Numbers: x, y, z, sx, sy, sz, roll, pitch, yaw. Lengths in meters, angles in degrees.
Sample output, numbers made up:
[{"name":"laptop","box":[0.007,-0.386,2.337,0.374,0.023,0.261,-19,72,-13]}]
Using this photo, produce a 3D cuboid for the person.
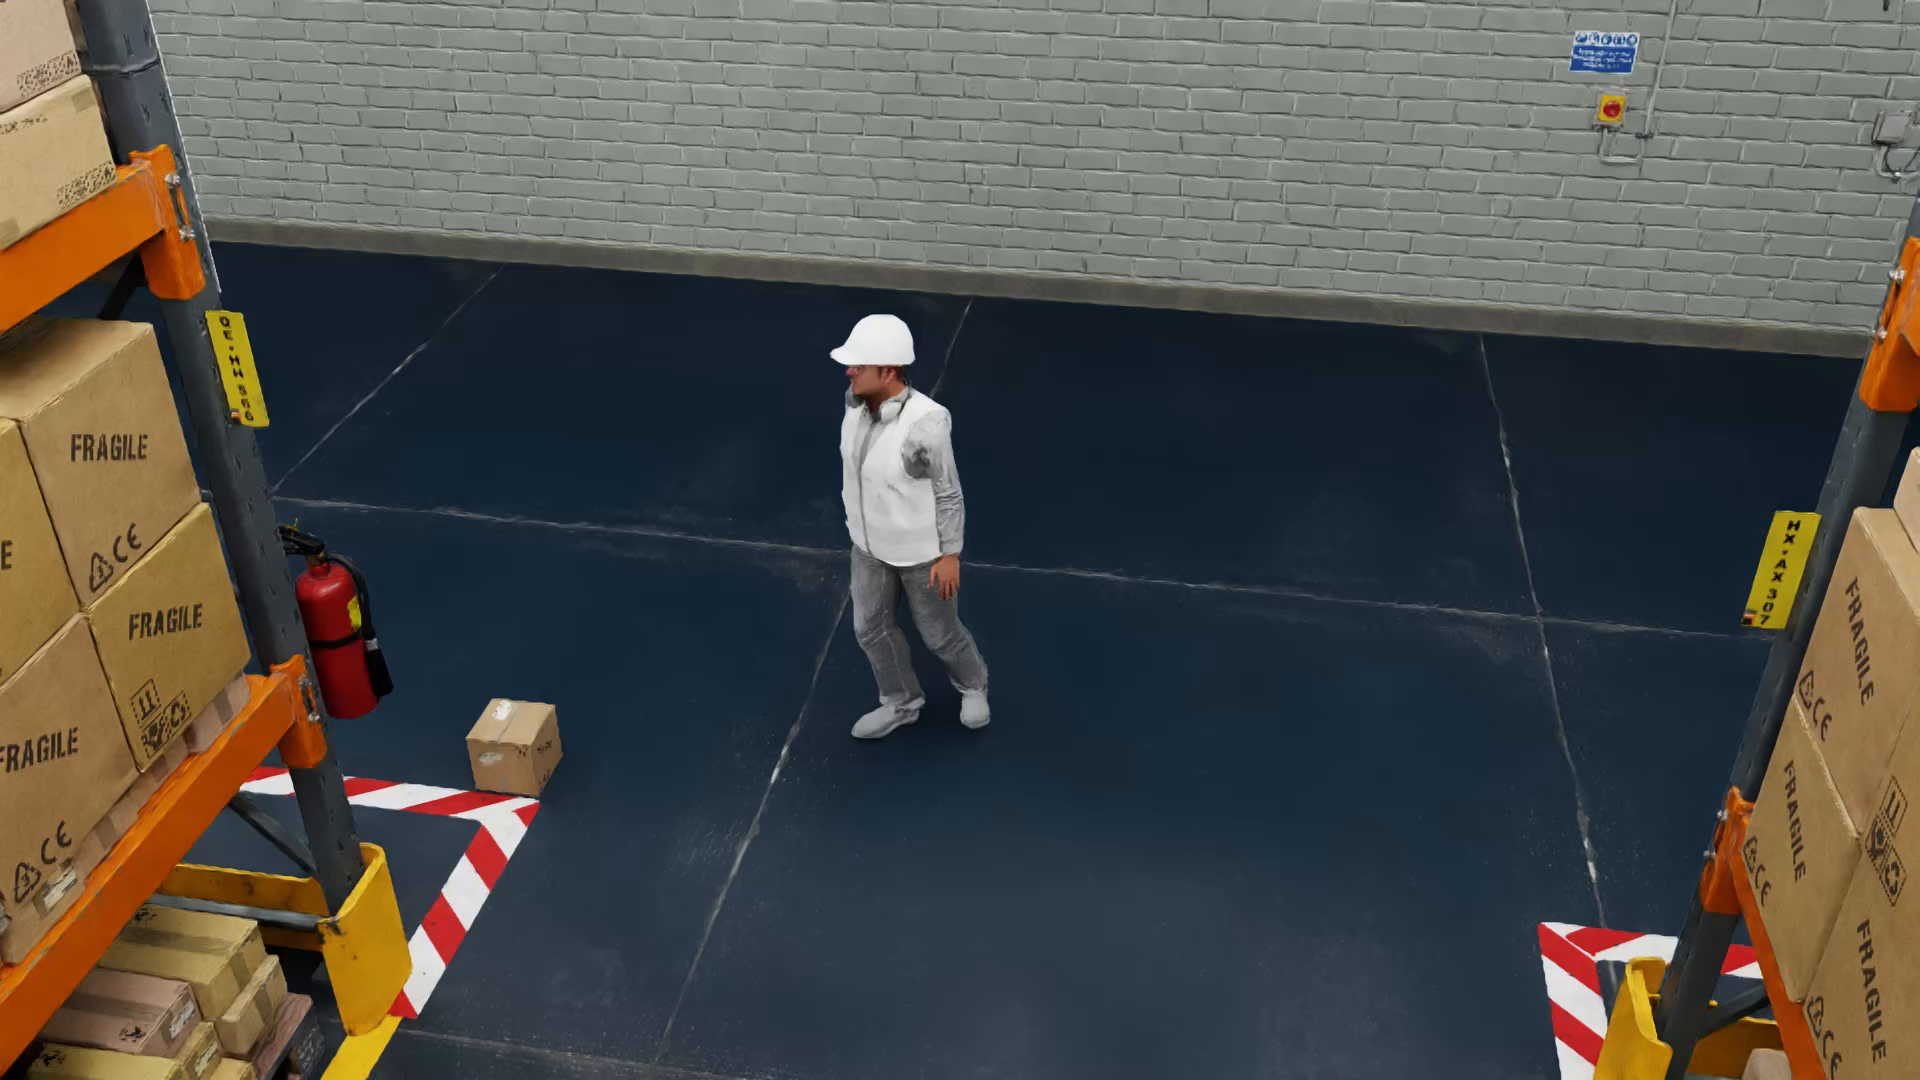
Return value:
[{"name":"person","box":[-0.168,-0.042,6.183,0.564,1.763,0.562,27,41,36]}]
